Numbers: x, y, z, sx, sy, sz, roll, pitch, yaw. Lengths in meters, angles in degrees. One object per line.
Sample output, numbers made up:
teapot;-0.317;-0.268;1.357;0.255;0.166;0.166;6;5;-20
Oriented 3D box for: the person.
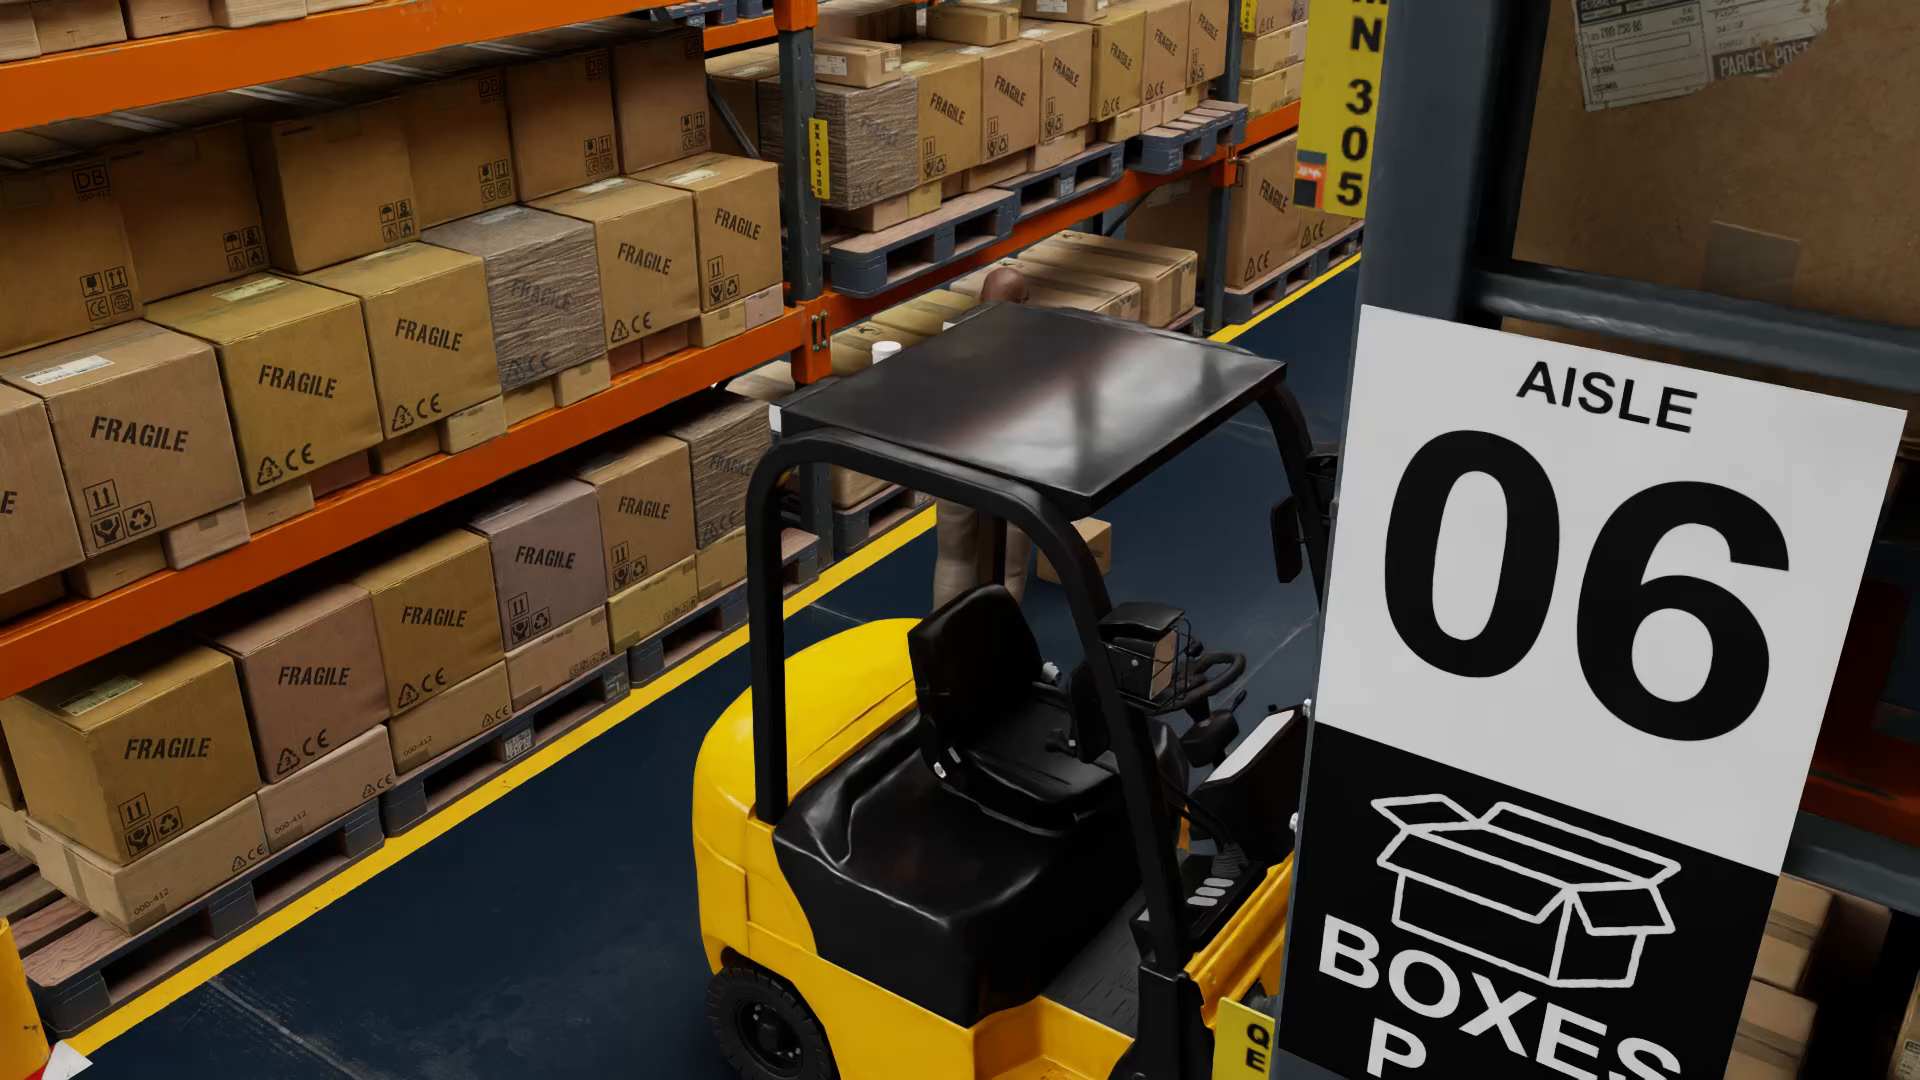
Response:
person;0.112;-0.207;6.571;0.581;1.787;0.378;11;29;21
